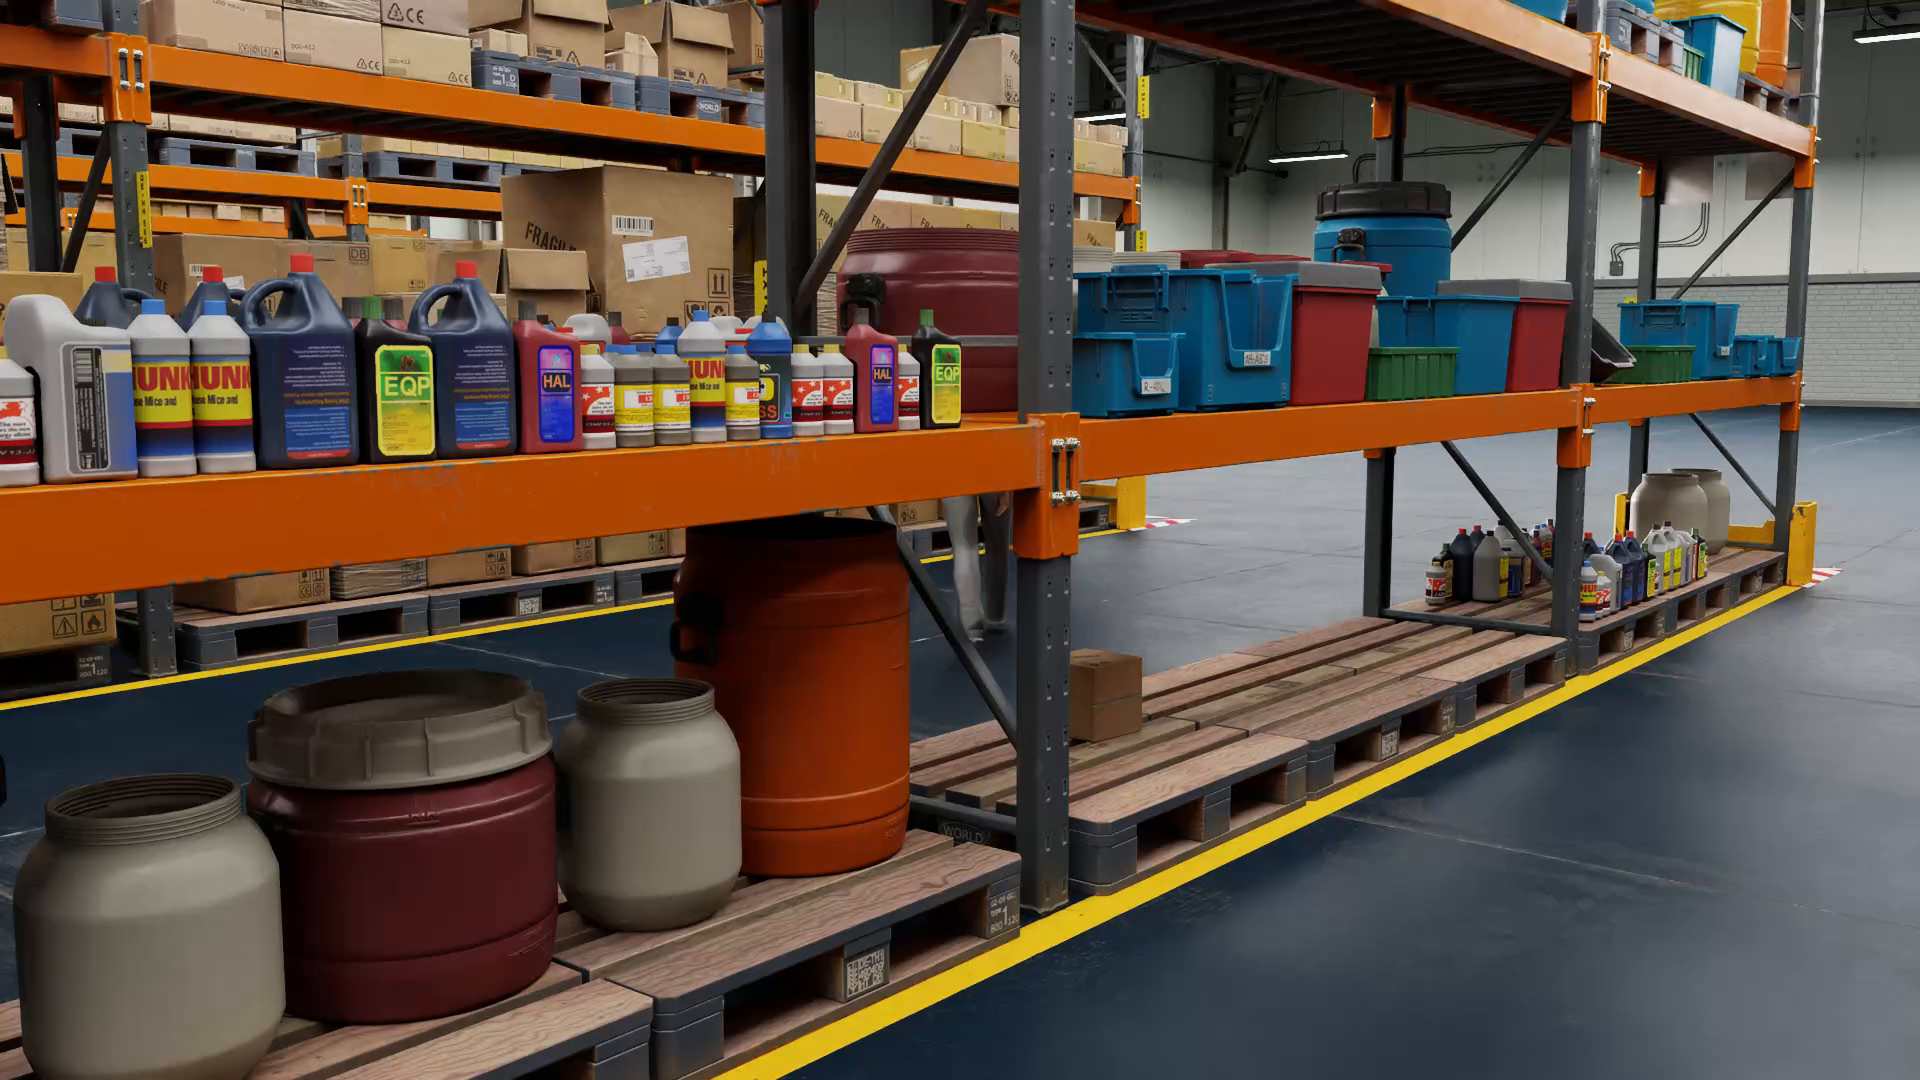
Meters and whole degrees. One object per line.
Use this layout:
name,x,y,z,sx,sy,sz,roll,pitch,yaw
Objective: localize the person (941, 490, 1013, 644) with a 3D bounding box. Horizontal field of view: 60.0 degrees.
person,0.077,-0.333,8.301,0.442,1.634,0.989,0,7,-2
